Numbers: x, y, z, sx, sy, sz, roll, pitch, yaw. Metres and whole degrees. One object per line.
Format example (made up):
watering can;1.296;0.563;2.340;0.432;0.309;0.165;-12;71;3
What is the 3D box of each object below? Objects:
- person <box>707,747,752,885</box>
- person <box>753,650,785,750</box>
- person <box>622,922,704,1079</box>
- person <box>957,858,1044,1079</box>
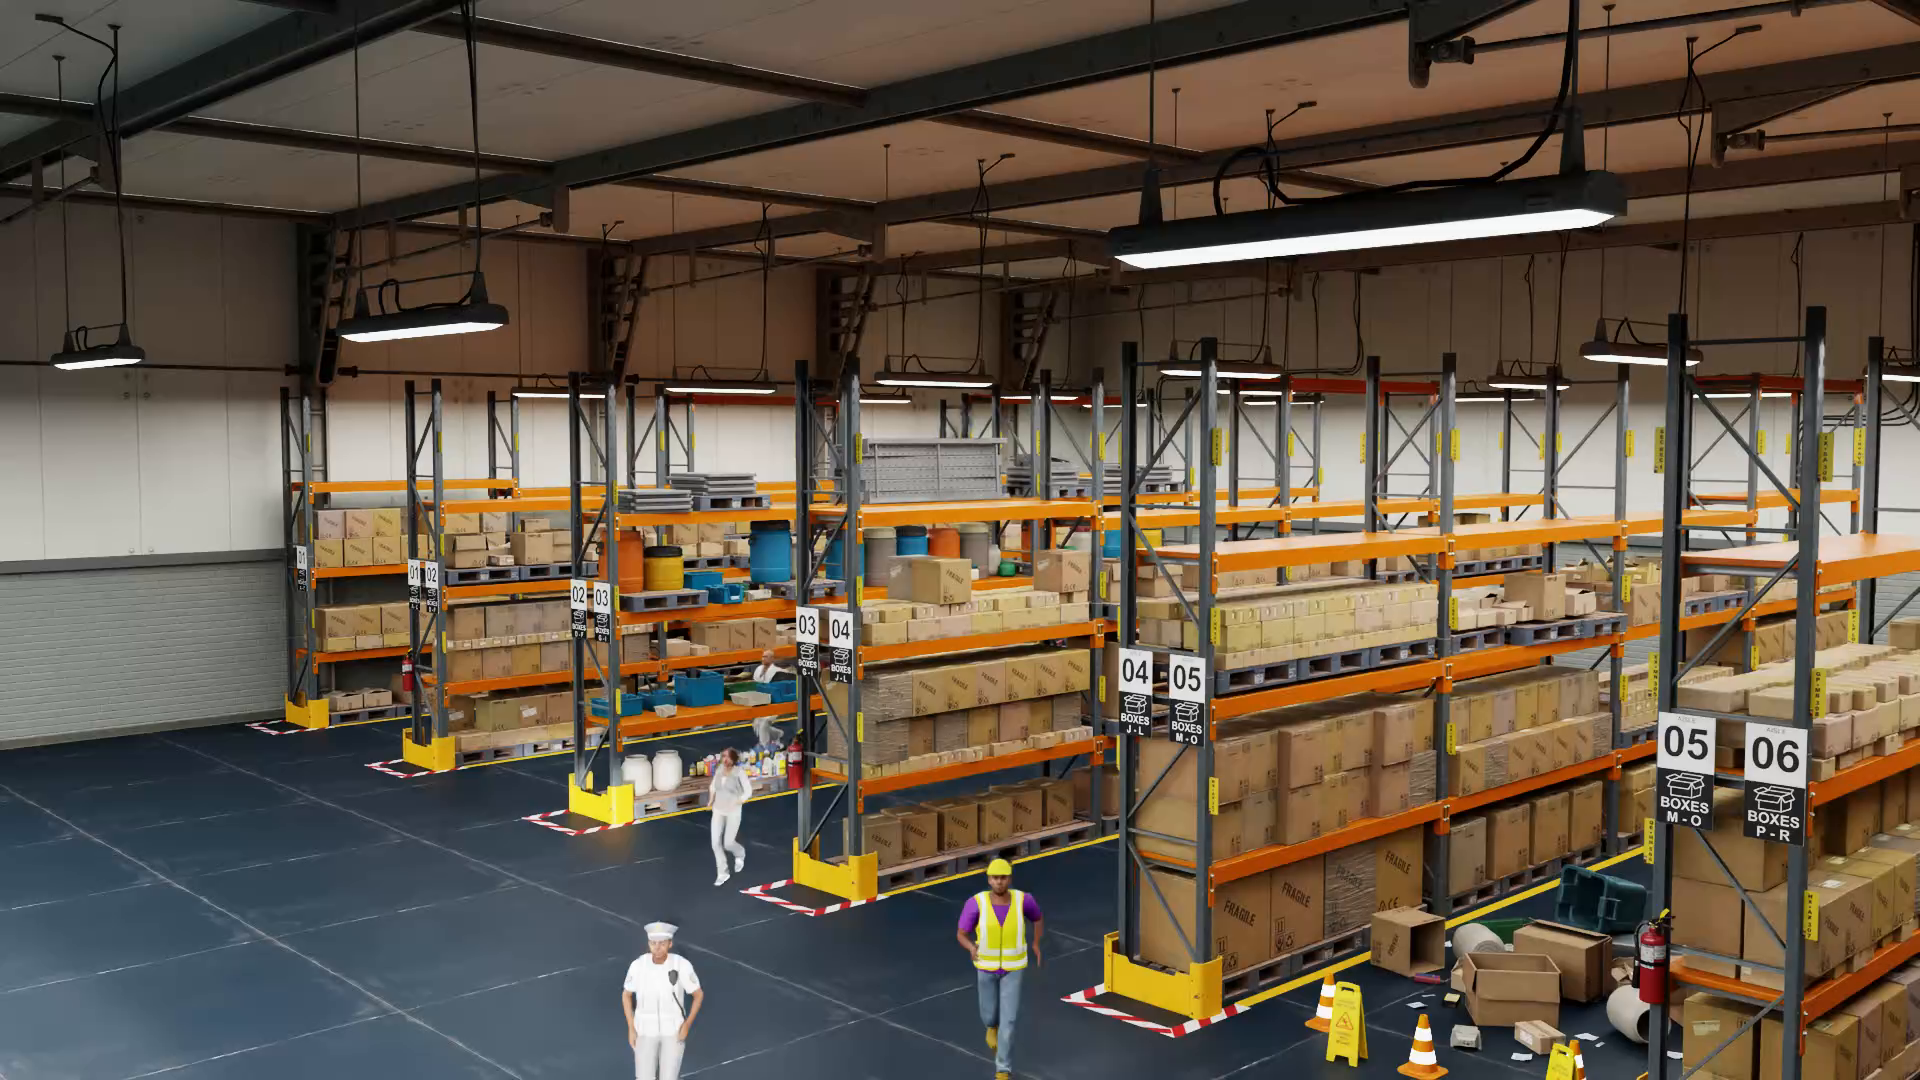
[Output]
person;-2.663;3.173;19.280;0.552;1.575;0.581;1;4;19
person;-3.016;2.609;26.350;0.709;1.737;0.757;3;4;34
person;-2.158;3.570;12.088;0.593;1.664;0.555;0;4;-6
person;0.330;3.427;13.373;0.709;1.753;0.921;0;4;1
